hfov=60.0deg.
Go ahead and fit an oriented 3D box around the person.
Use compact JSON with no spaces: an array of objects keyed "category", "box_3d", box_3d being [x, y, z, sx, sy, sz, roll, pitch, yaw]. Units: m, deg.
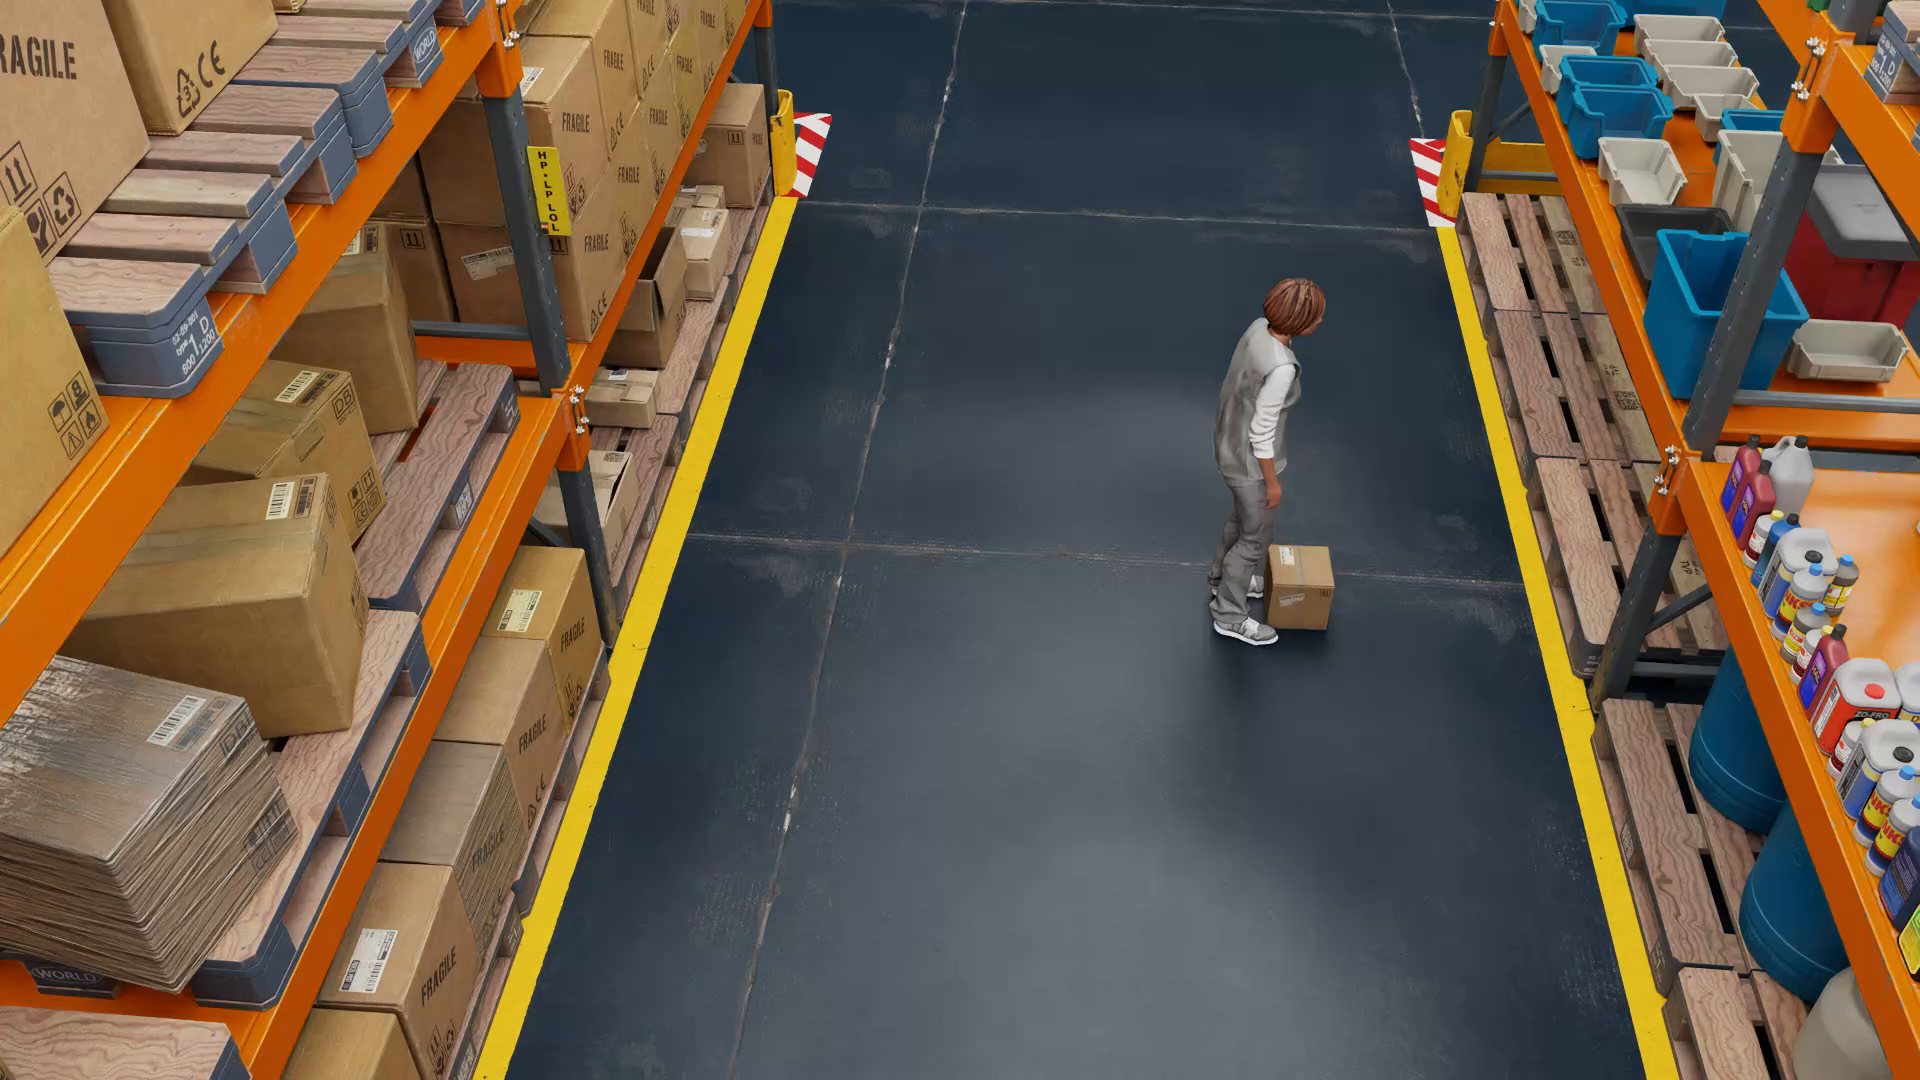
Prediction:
[{"category":"person","box_3d":[1.169,-0.322,6.540,0.344,1.593,0.485,1,41,1]}]
